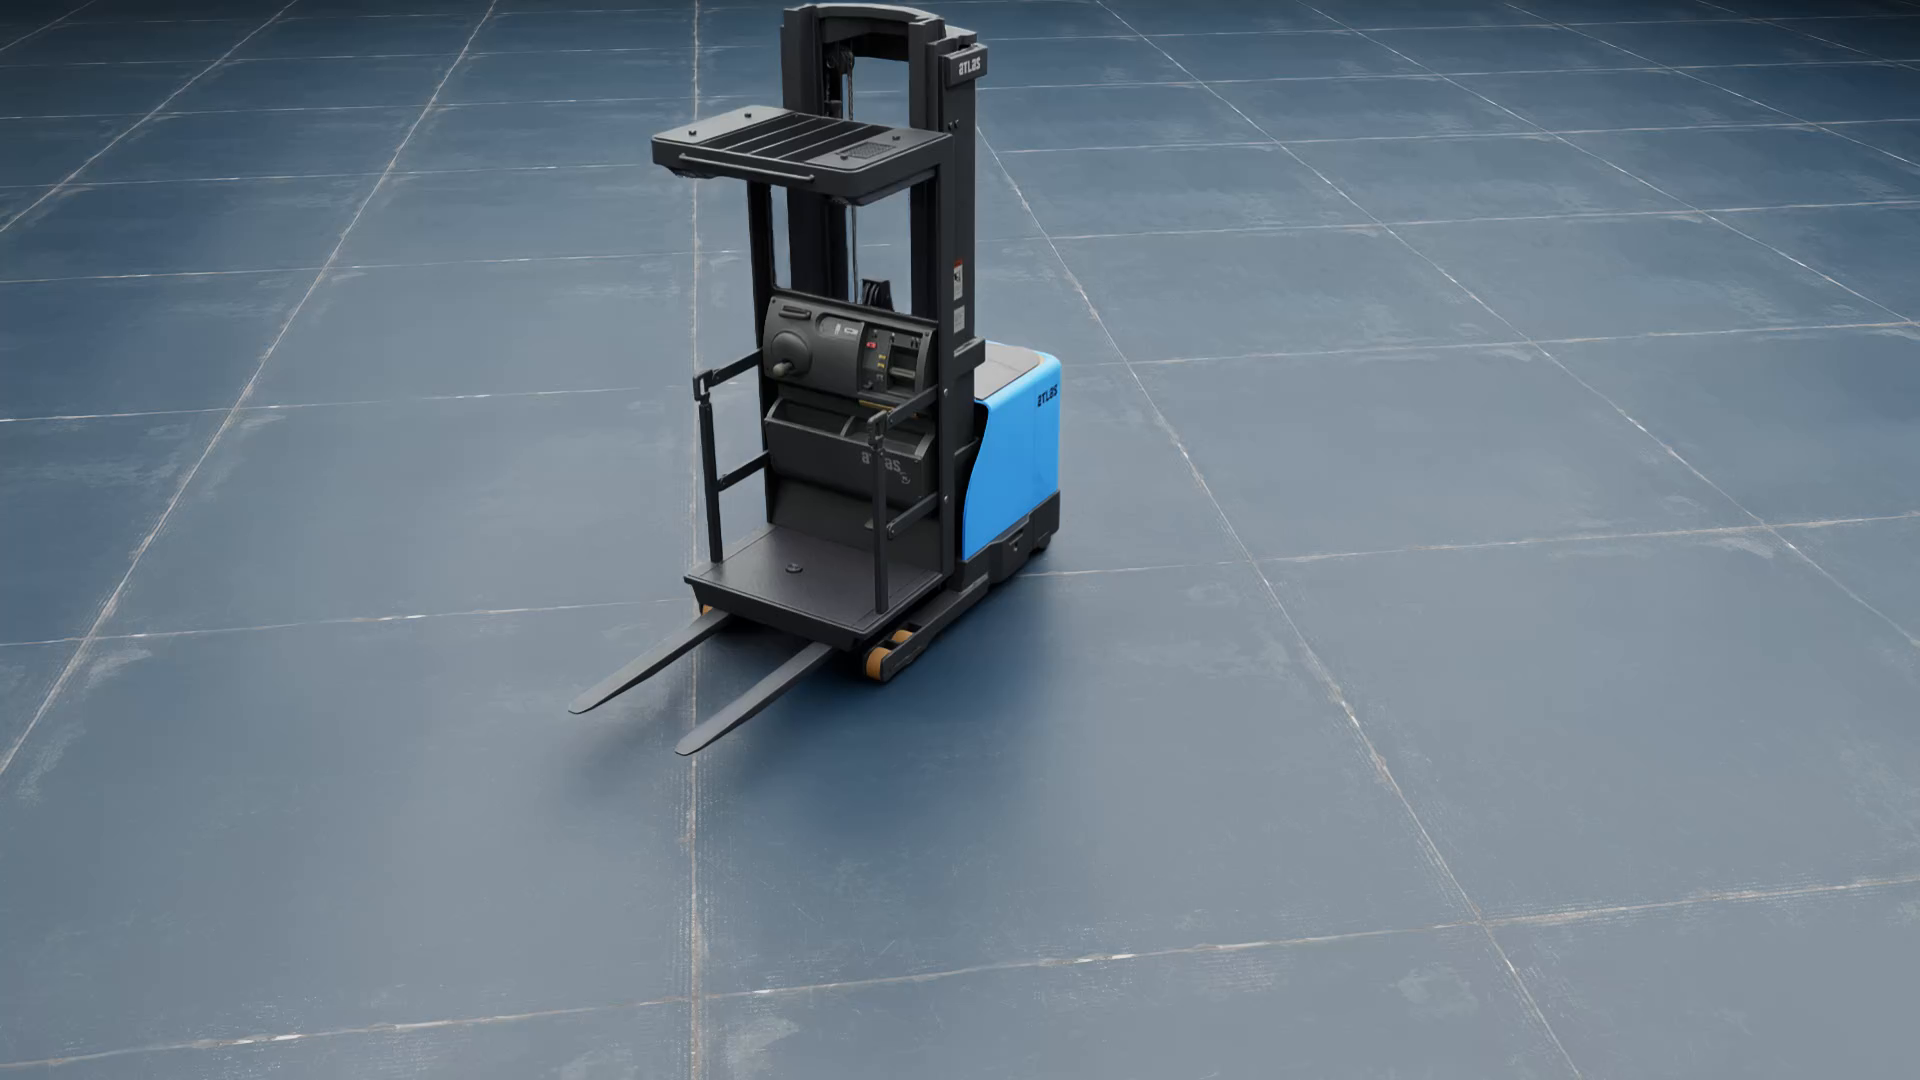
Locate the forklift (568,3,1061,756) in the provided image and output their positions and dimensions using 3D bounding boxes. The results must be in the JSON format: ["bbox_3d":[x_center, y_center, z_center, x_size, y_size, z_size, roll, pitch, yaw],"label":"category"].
[{"bbox_3d":[-0.649,-0.867,7.730,1.130,2.935,3.031,16,31,28],"label":"forklift"}]
